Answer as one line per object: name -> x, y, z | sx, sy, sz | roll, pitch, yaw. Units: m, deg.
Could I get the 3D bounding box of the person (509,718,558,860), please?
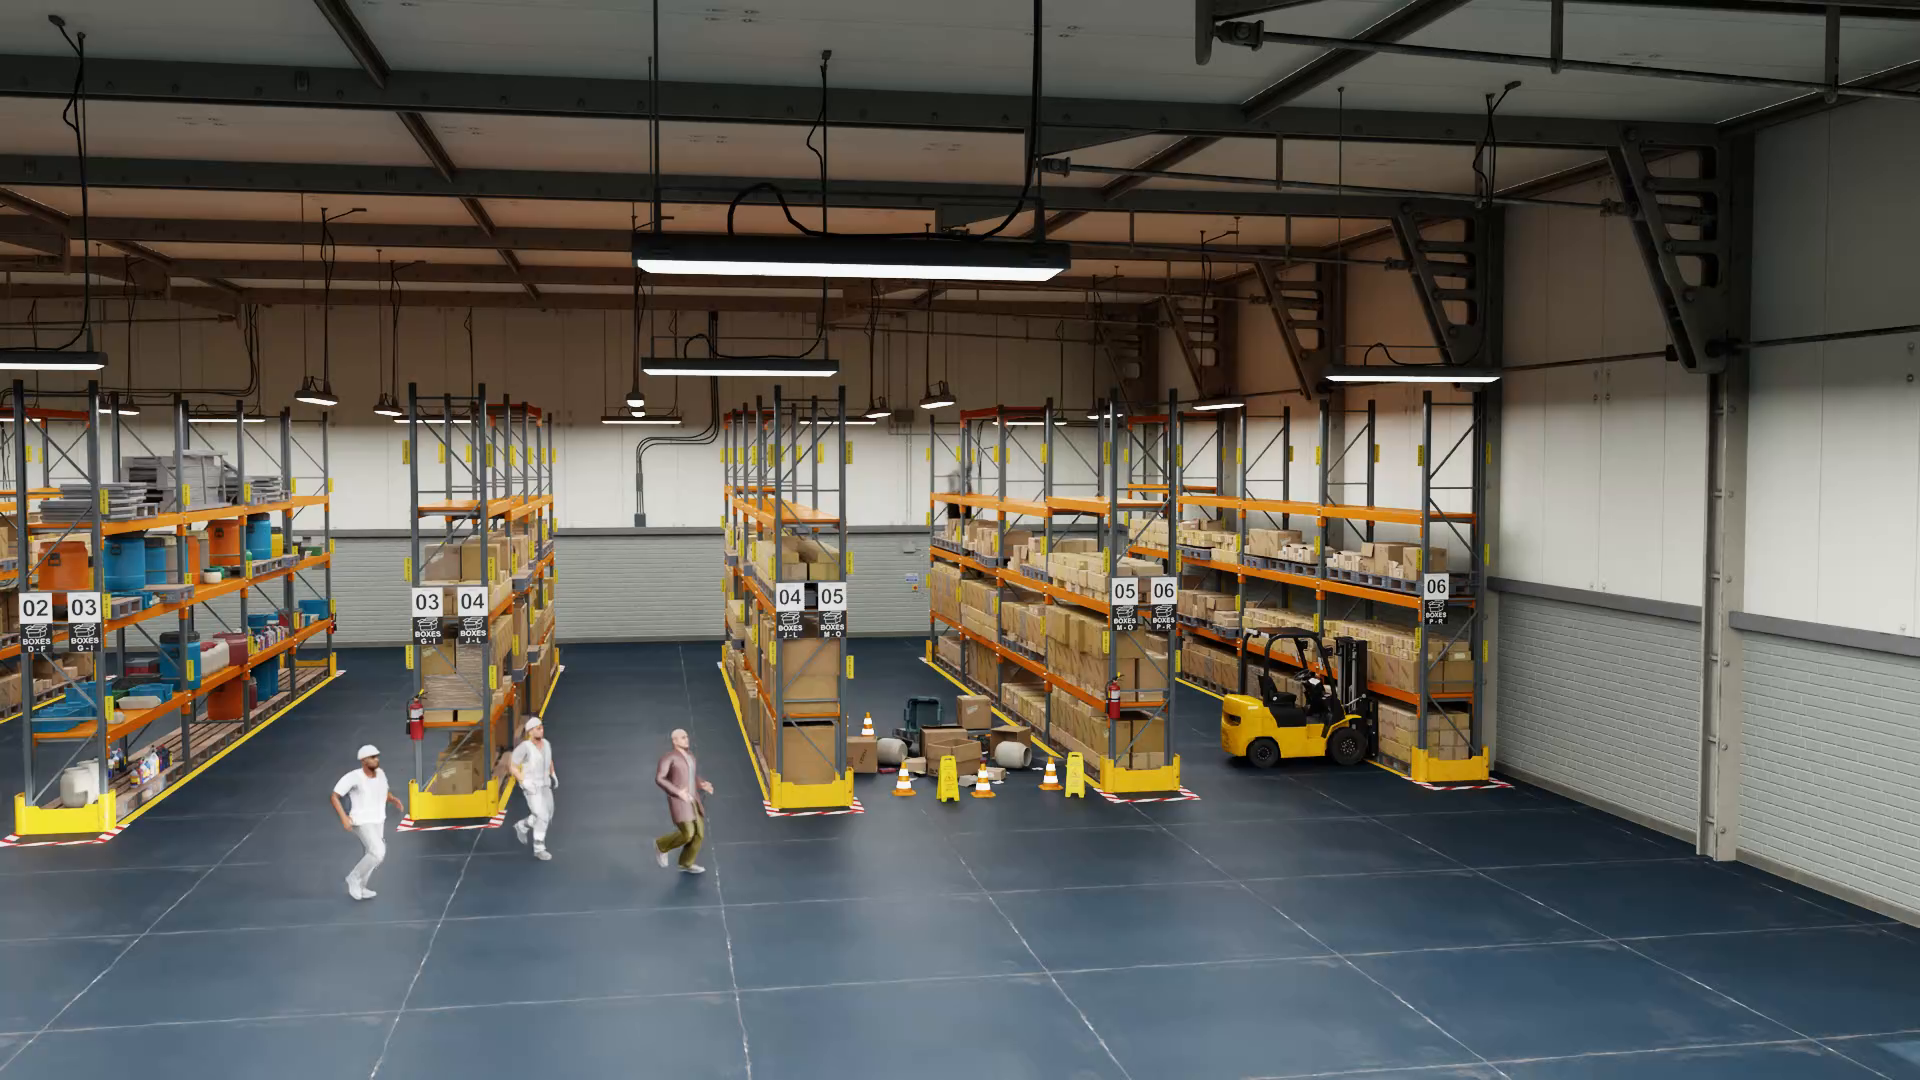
person -> -5.354, 3.080, 20.755 | 0.693, 1.748, 0.662 | 2, 3, 28

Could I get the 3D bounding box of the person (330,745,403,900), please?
person -> -6.630, 3.176, 18.746 | 0.612, 1.730, 0.704 | 1, 3, 19

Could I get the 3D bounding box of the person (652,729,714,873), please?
person -> -3.344, 3.123, 19.932 | 0.668, 1.724, 0.710 | 1, 3, 26
